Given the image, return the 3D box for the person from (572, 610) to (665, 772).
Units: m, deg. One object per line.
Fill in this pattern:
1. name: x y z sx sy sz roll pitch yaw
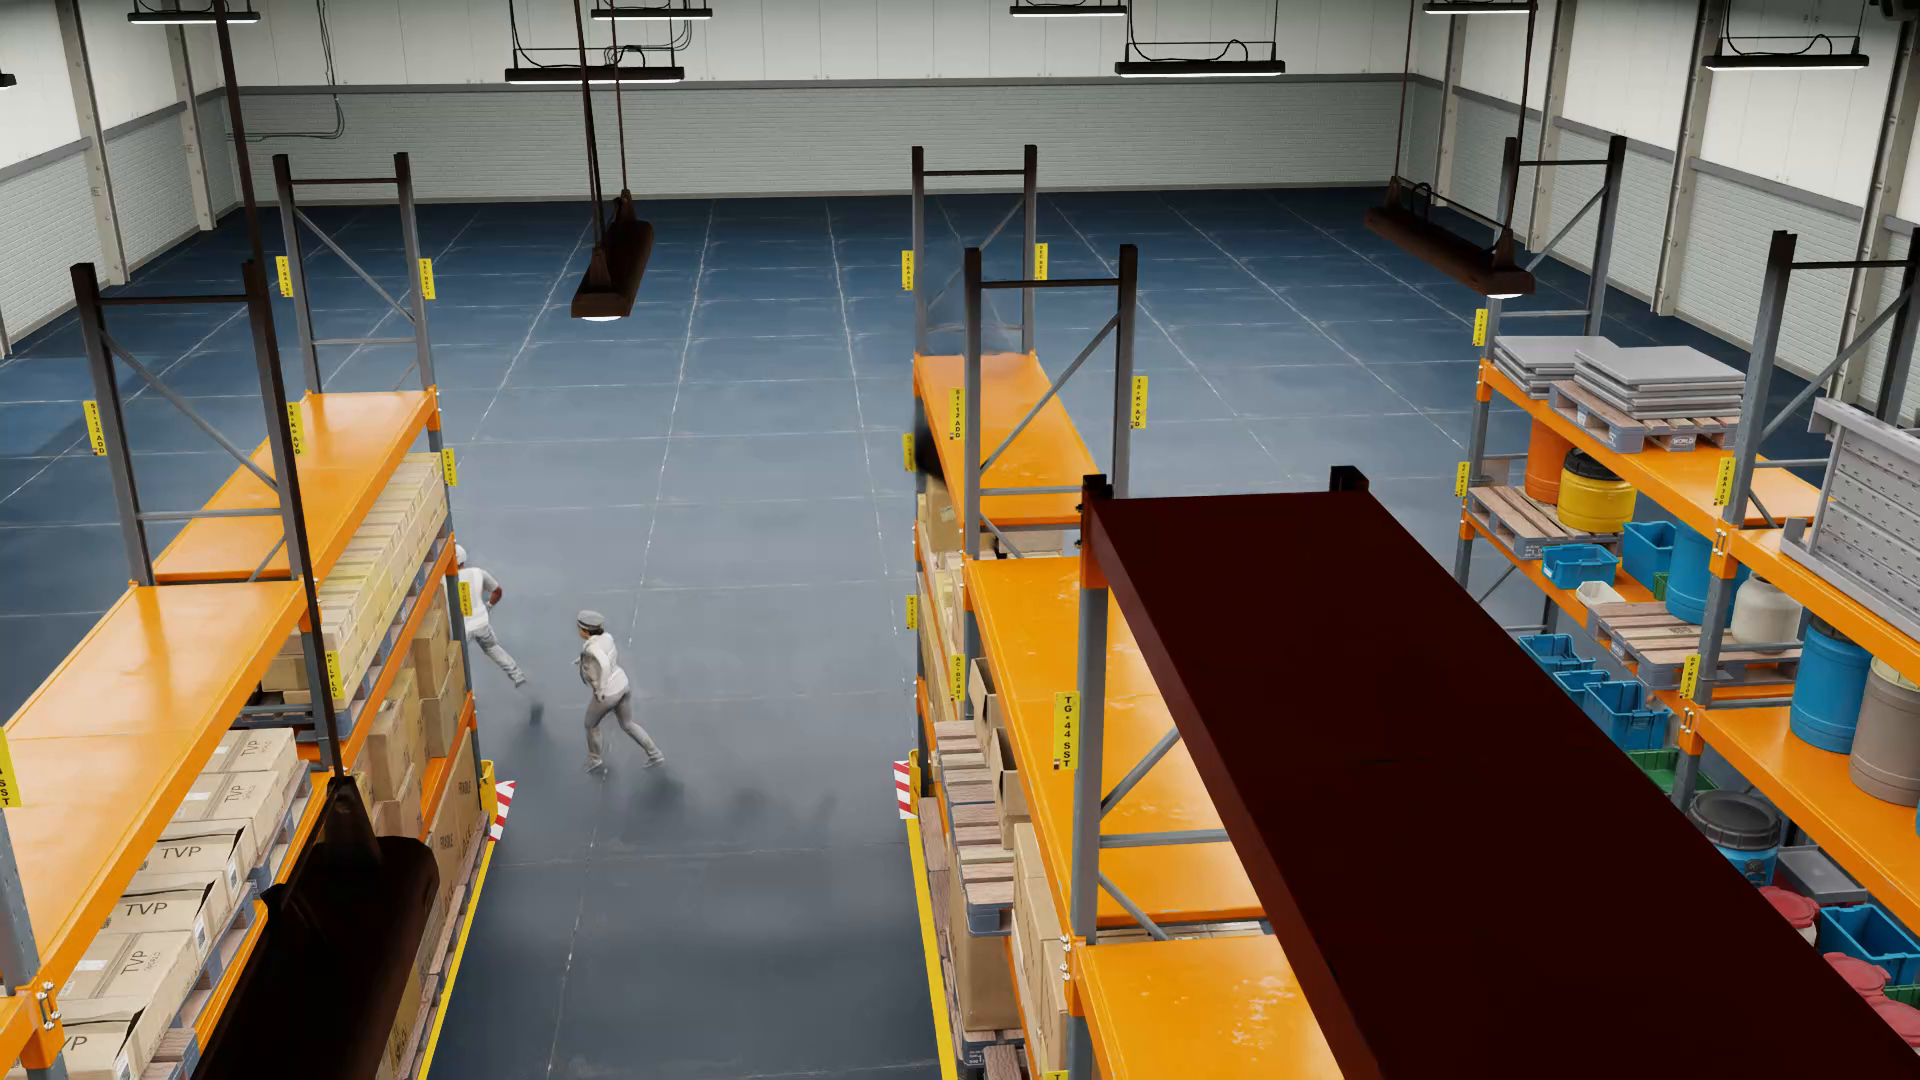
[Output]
1. person: -3.254 1.495 15.683 0.927 1.707 0.645 6 22 15

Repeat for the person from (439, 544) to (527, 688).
1. person: -5.028 0.875 17.124 0.892 1.777 0.706 -16 26 -34

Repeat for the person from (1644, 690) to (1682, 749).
1. person: 6.511 1.567 15.332 0.569 1.665 0.925 -4 22 -11
